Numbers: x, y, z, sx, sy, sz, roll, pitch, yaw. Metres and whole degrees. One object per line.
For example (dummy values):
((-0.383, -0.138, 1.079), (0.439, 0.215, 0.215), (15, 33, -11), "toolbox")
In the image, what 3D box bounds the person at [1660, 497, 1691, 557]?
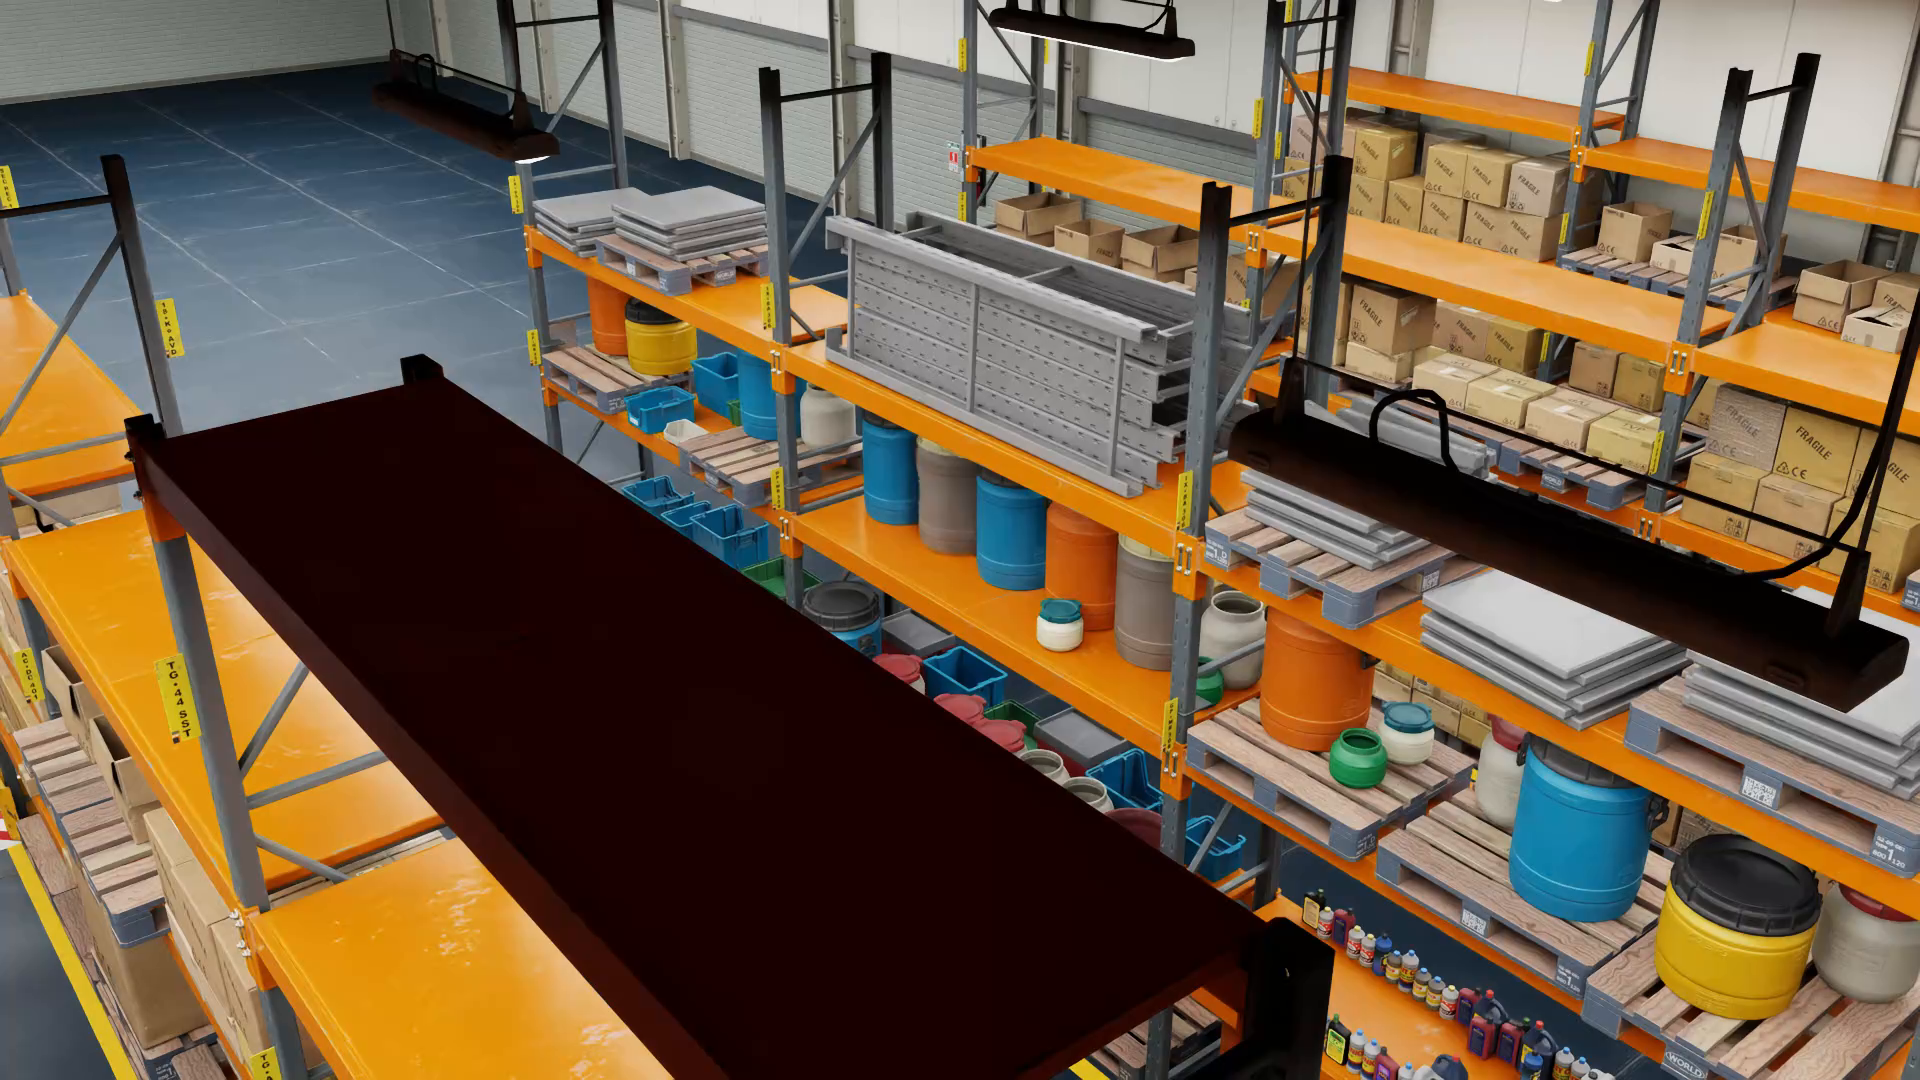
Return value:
((6.993, 0.094, 16.120), (0.517, 1.662, 0.464), (-11, 28, -21), "person")
